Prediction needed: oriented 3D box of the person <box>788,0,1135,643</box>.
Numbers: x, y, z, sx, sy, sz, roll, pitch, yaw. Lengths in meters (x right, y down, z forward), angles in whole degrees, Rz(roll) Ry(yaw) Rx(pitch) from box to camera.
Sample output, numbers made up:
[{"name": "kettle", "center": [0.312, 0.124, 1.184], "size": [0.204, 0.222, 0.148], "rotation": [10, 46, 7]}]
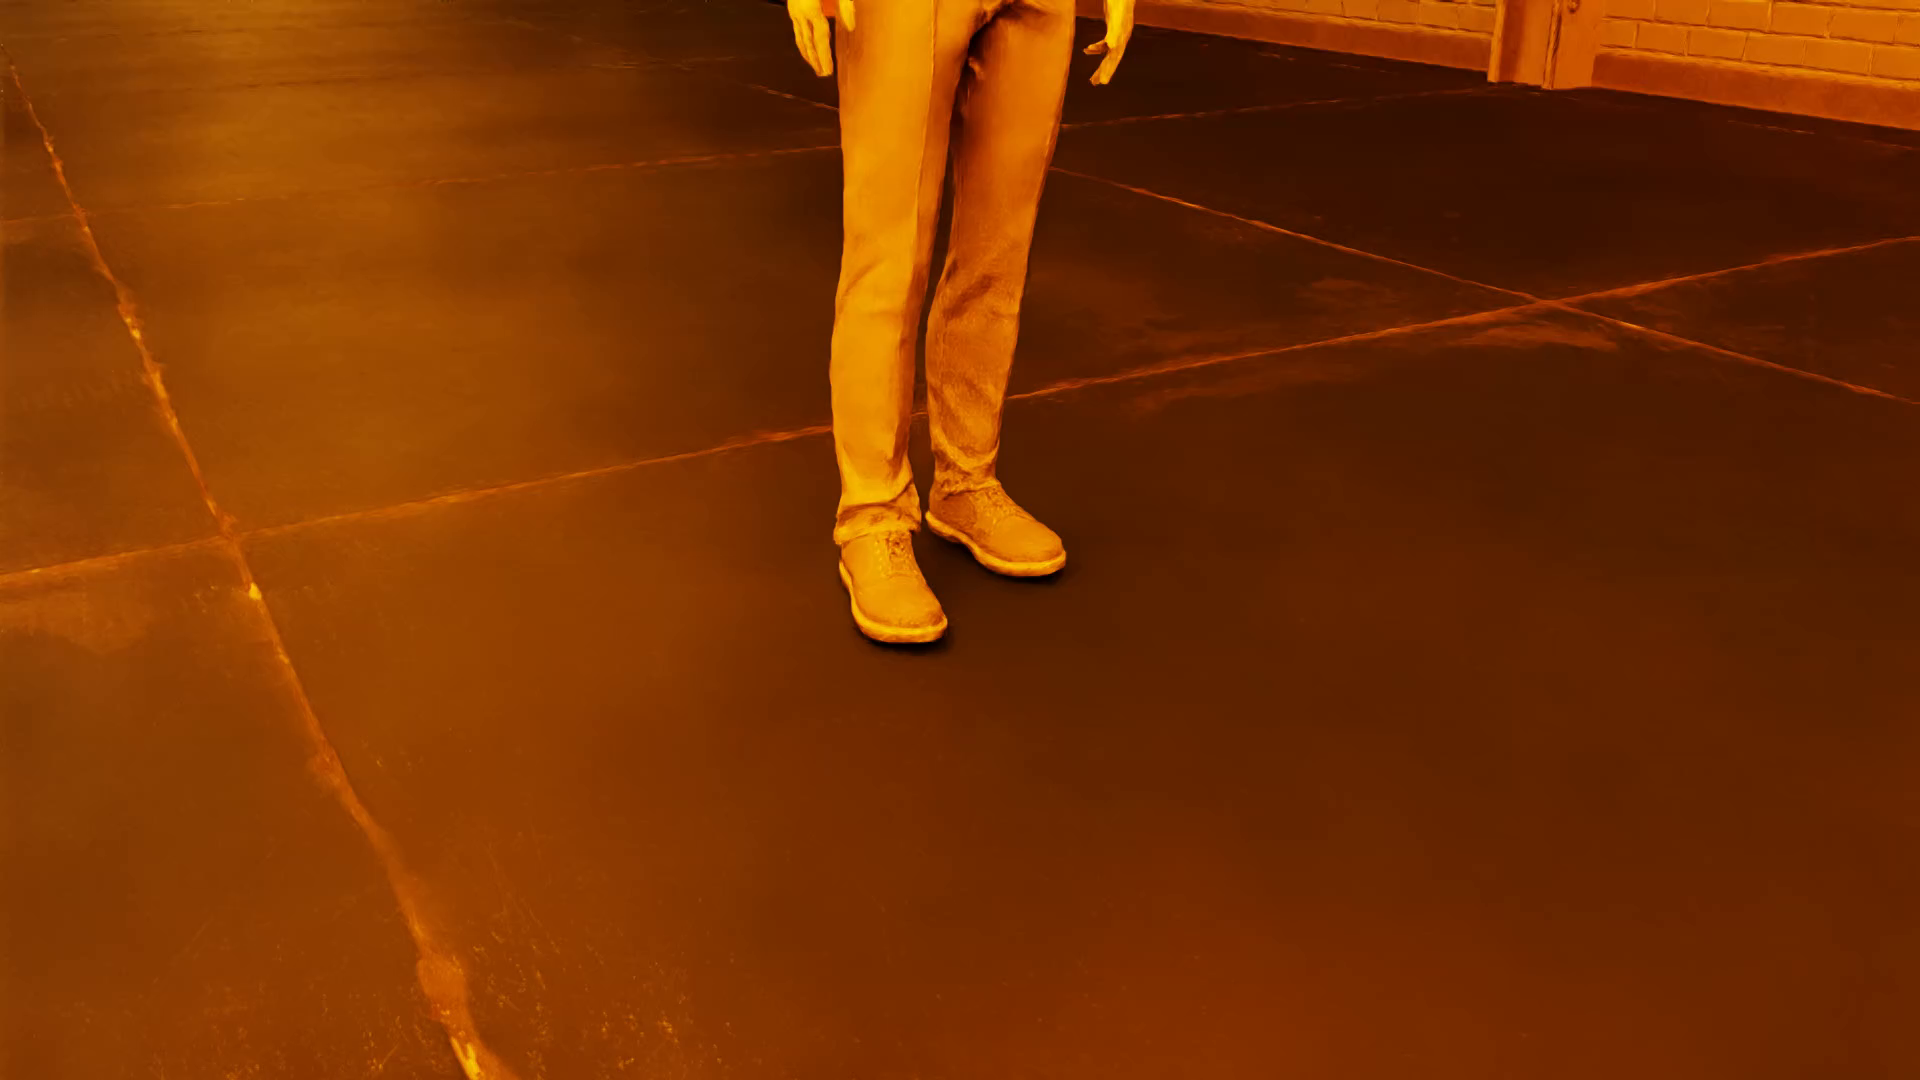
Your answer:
[{"name": "person", "center": [0.028, -0.767, 2.253], "size": [0.586, 1.695, 0.532], "rotation": [-12, 25, -28]}]
